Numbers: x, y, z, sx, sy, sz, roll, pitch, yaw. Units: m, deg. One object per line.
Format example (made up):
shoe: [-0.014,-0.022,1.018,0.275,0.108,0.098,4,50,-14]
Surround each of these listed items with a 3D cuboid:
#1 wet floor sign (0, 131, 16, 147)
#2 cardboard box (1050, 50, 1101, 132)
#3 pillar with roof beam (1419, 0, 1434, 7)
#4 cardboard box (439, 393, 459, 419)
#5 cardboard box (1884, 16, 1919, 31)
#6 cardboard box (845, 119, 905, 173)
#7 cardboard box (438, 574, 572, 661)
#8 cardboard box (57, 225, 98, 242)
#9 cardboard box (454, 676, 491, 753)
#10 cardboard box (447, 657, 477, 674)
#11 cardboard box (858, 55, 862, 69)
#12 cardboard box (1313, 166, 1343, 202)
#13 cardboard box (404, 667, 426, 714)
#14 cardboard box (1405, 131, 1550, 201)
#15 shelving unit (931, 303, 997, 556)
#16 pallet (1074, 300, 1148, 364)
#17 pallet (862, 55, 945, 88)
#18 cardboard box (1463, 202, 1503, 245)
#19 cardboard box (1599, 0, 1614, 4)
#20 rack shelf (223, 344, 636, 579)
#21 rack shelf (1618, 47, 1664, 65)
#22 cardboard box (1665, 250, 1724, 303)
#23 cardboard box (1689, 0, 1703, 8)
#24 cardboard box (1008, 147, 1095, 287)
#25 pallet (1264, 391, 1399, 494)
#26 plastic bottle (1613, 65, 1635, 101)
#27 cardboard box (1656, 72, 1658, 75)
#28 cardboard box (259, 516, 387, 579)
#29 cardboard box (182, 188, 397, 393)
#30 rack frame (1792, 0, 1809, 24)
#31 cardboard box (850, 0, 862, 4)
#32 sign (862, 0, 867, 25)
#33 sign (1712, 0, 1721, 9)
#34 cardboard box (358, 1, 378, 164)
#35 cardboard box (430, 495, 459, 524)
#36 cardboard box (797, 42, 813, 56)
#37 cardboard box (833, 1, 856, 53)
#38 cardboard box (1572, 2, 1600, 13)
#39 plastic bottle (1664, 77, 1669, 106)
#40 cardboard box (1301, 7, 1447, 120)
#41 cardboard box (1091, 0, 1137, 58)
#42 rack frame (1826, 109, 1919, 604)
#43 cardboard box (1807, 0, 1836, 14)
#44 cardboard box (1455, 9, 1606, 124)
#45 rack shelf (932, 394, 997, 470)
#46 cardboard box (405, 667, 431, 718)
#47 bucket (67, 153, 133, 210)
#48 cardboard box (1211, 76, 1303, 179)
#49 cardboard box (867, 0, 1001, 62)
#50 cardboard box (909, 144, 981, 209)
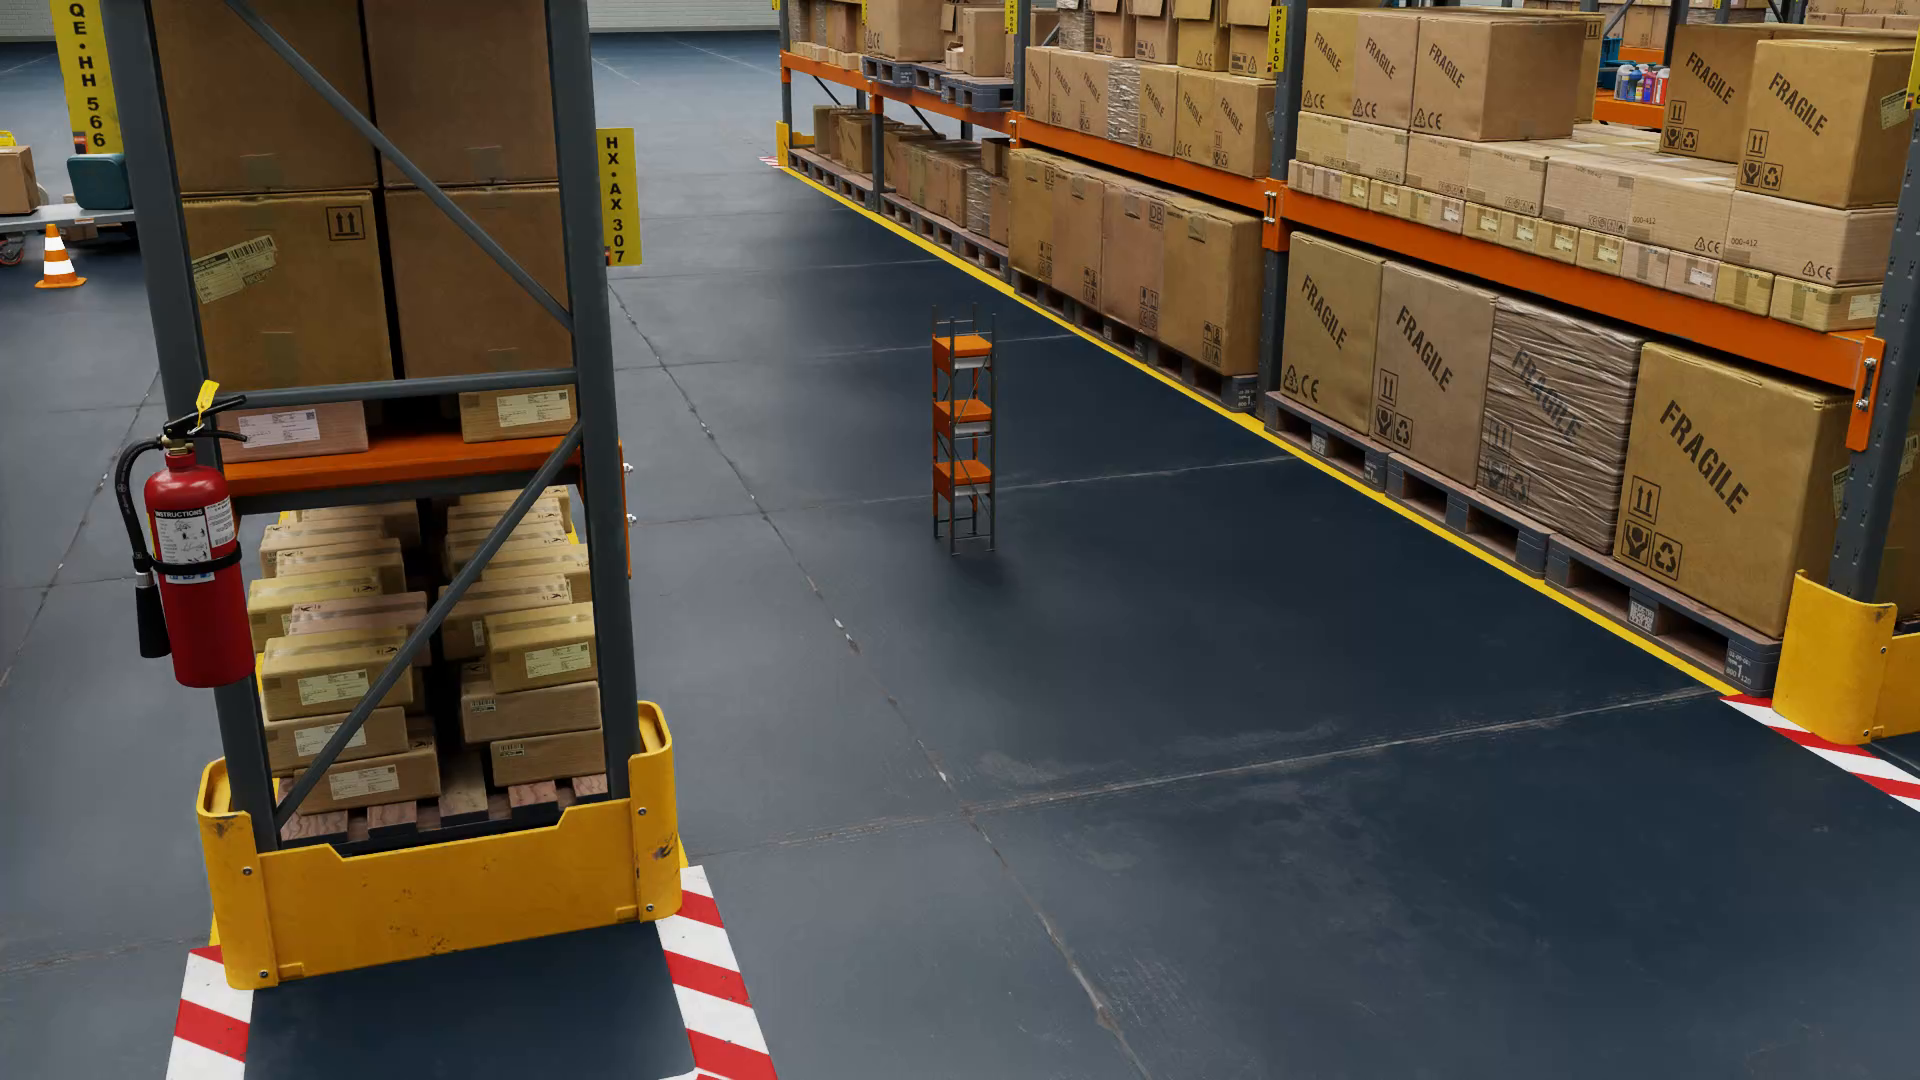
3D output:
wet floor sign: [-10.077,-3.996,17.587,0.267,0.644,0.232,1,20,2]
cardboard box: [0.948,-3.112,11.495,0.500,0.500,0.500,-7,21,-19]
pillar with roof beam: [5.665,-13.645,32.094,9.100,9.000,0.400,-6,21,-17]
cardboard box: [-1.246,-0.451,4.607,0.380,0.149,0.250,-6,21,-15]
cardboard box: [9.752,-5.050,16.892,0.500,0.500,0.500,-8,21,-20]
cardboard box: [-0.912,-4.226,17.823,0.500,0.500,0.500,-8,21,-22]
cardboard box: [-1.379,0.231,5.052,0.380,0.149,0.250,-6,21,-16]
cardboard box: [-7.994,-2.849,14.954,0.396,0.266,0.258,12,23,30]
cardboard box: [-1.357,0.513,5.146,0.380,0.149,0.250,-6,21,-17]
cardboard box: [-1.451,0.292,5.321,0.380,0.149,0.250,-6,21,-17]
cardboard box: [-0.805,-4.786,16.676,0.380,0.149,0.250,-6,21,-17]
cardboard box: [2.007,-1.799,8.359,0.380,0.149,0.250,-7,21,-19]
cardboard box: [-1.804,0.422,4.960,0.380,0.149,0.250,-7,21,-18]
cardboard box: [2.366,-1.697,7.484,0.500,0.250,0.500,-6,21,-16]
shelving unit: [0.017,-0.477,7.191,0.215,1.050,0.252,-6,21,-17]
pallet: [1.446,-1.451,11.144,1.003,0.211,1.213,-6,21,-17]
pallet: [-0.266,-4.348,15.367,1.003,0.211,1.213,-6,21,-17]
cardboard box: [2.415,-1.383,7.201,0.380,0.149,0.250,-7,21,-19]
cardboard box: [8.182,-6.744,20.647,0.380,0.149,0.250,-6,21,-17]
rack shelf: [-1.965,-0.657,5.871,1.077,0.370,4.000,-6,21,-17]
rack shelf: [8.409,-6.053,20.896,1.077,0.370,4.000,-6,21,-17]
cardboard box: [2.818,-0.973,6.060,0.380,0.149,0.250,-6,21,-17]
cardboard box: [8.673,-6.246,19.262,0.380,0.149,0.250,-7,21,-18]
cardboard box: [1.087,-2.389,12.153,1.225,0.875,0.875,-7,21,-20]
pallet: [2.311,-0.567,8.682,1.003,0.211,1.213,-6,21,-17]
plastic bottle: [5.421,-3.710,13.491,0.152,0.276,0.135,-6,21,-17]
cardboard box: [8.716,-5.670,21.101,0.500,0.500,0.500,-6,21,-17]
cardboard box: [-2.128,0.041,5.580,0.380,0.149,0.250,-6,21,-15]
cardboard box: [-1.722,-0.657,4.221,0.500,0.500,0.500,-6,21,-16]
rack frame: [12.482,-7.561,24.030,1.000,3.000,0.127,-6,21,-17]
cardboard box: [-0.770,-5.472,16.145,0.500,0.500,0.500,-6,21,-17]
sign: [-0.880,-5.046,15.747,0.100,0.325,0.005,-6,21,-17]
sign: [8.511,-6.135,18.663,0.100,0.325,0.005,-6,21,-17]
cardboard box: [-1.876,-1.294,4.515,0.500,0.500,0.500,-7,21,-19]
cardboard box: [-1.781,-0.184,6.208,0.380,0.149,0.250,-6,21,-17]
cardboard box: [-1.637,-5.583,18.895,0.380,0.149,0.250,-6,21,-17]
cardboard box: [-0.827,-5.351,17.288,0.875,0.500,0.500,-6,21,-17]
cardboard box: [8.235,-6.602,21.211,0.700,0.500,0.500,-6,21,-17]
plastic bottle: [5.565,-3.517,12.943,0.061,0.283,0.133,-6,21,-17]
cardboard box: [2.055,-2.373,8.258,0.500,0.500,0.500,-6,21,-17]
cardboard box: [1.306,-3.489,11.060,0.797,0.503,0.637,-6,21,-16]
rack frame: [3.404,-0.848,5.340,1.000,3.000,0.127,-6,21,-17]
cardboard box: [12.347,-7.668,23.410,0.500,0.500,0.500,-6,21,-17]
cardboard box: [2.699,-2.273,7.981,0.500,0.500,0.500,-6,21,-17]
rack shelf: [0.017,-0.467,7.195,0.215,0.259,0.240,-6,21,-17]
cardboard box: [-1.878,0.478,5.244,0.380,0.149,0.250,-6,21,-17]
bucket: [-7.340,-3.178,14.420,0.726,0.611,0.620,1,30,2]
cardboard box: [1.741,-2.300,9.234,0.500,0.500,0.500,-6,21,-17]
cardboard box: [-0.251,-4.909,15.137,1.000,1.000,1.000,-6,21,-17]
cardboard box: [-0.063,-3.375,15.422,0.700,0.500,0.500,-7,21,-18]
